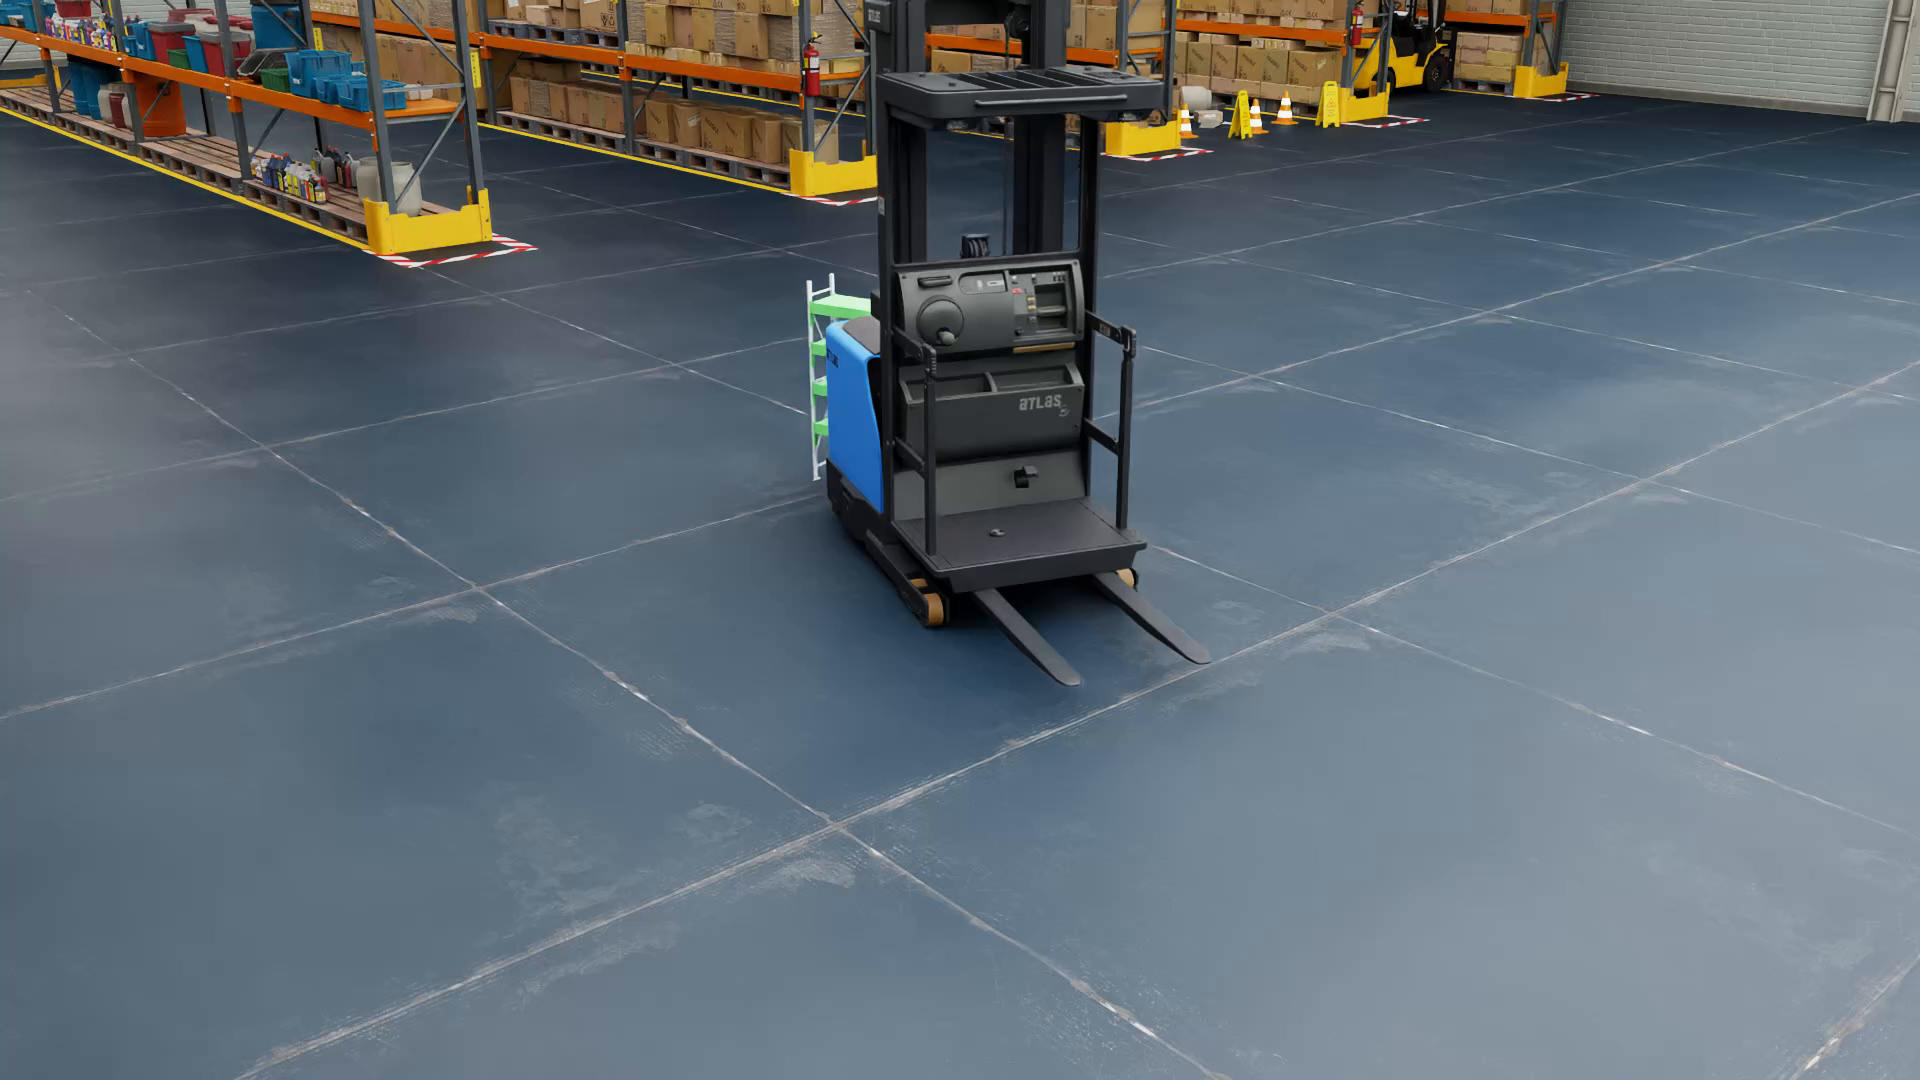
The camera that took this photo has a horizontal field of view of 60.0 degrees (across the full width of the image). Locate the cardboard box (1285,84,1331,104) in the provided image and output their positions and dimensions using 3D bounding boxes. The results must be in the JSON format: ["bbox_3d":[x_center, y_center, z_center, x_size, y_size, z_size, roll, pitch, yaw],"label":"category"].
[{"bbox_3d":[5.382,-6.921,25.735,0.500,0.250,0.500,-18,27,-38],"label":"cardboard box"}]

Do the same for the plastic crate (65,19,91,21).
[{"bbox_3d":[-13.159,-7.685,24.770,0.396,0.136,0.243,-17,27,-37],"label":"plastic crate"}]

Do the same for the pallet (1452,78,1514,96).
[{"bbox_3d":[9.357,-7.925,28.929,1.003,0.211,1.213,-17,27,-37],"label":"pallet"}]

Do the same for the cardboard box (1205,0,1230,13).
[{"bbox_3d":[4.258,-8.667,26.454,0.500,0.500,0.500,-18,28,-38],"label":"cardboard box"}]

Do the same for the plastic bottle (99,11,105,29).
[{"bbox_3d":[-12.224,-7.384,23.790,0.144,0.351,0.185,-17,27,-37],"label":"plastic bottle"}]

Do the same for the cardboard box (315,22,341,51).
[{"bbox_3d":[-10.750,-8.698,29.416,0.875,0.875,0.875,-17,27,-37],"label":"cardboard box"}]

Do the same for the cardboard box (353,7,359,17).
[{"bbox_3d":[-9.827,-8.756,27.572,0.380,0.149,0.250,-17,27,-36],"label":"cardboard box"}]

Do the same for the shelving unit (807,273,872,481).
[{"bbox_3d":[-0.593,-0.901,9.640,0.503,1.200,0.258,13,25,29],"label":"shelving unit"}]

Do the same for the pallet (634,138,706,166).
[{"bbox_3d":[-3.524,-5.110,21.742,1.003,0.211,1.213,-17,27,-37],"label":"pallet"}]

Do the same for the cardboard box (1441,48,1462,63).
[{"bbox_3d":[8.661,-8.509,29.105,0.500,0.250,0.500,-18,28,-39],"label":"cardboard box"}]

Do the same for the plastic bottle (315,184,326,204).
[{"bbox_3d":[-6.661,-3.606,17.312,0.097,0.201,0.097,0,21,0],"label":"plastic bottle"}]

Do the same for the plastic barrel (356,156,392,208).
[{"bbox_3d":[-5.945,-3.641,17.002,0.421,0.512,0.421,0,21,0],"label":"plastic barrel"}]

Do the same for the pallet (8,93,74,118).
[{"bbox_3d":[-14.273,-6.850,26.183,1.003,0.211,1.213,-17,27,-37],"label":"pallet"}]

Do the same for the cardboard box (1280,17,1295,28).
[{"bbox_3d":[5.132,-7.959,25.535,0.380,0.149,0.250,-17,27,-37],"label":"cardboard box"}]

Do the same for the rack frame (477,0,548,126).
[{"bbox_3d":[-6.600,-7.691,24.507,1.000,3.000,0.127,-17,27,-37],"label":"rack frame"}]

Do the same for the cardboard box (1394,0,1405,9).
[{"bbox_3d":[8.052,-9.710,29.524,0.500,0.500,0.500,-18,28,-38],"label":"cardboard box"}]

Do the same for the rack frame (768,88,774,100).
[{"bbox_3d":[-2.776,-8.844,27.450,1.000,3.000,0.127,-17,27,-37],"label":"rack frame"}]

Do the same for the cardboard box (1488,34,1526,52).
[{"bbox_3d":[9.351,-8.456,28.284,0.500,0.250,0.500,-16,27,-36],"label":"cardboard box"}]

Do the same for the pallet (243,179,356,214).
[{"bbox_3d":[-7.334,-3.913,18.684,1.003,0.211,1.213,-17,27,-37],"label":"pallet"}]

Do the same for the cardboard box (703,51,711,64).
[{"bbox_3d":[-2.890,-5.868,20.198,0.380,0.149,0.250,-17,27,-37],"label":"cardboard box"}]

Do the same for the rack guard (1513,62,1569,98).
[{"bbox_3d":[9.903,-7.852,28.345,1.175,0.500,0.348,-17,27,-37],"label":"rack guard"}]

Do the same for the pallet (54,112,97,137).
[{"bbox_3d":[-12.491,-6.095,24.257,1.003,0.211,1.213,-17,27,-37],"label":"pallet"}]

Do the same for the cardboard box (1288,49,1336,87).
[{"bbox_3d":[5.409,-7.263,25.582,0.500,0.500,0.500,-17,27,-37],"label":"cardboard box"}]

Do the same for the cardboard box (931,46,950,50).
[{"bbox_3d":[-0.059,-9.714,32.010,0.875,0.875,0.875,-17,27,-37],"label":"cardboard box"}]

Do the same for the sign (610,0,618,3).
[{"bbox_3d":[-4.407,-6.992,21.134,0.100,0.325,0.005,-17,27,-37],"label":"sign"}]

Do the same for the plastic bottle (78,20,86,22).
[{"bbox_3d":[-12.230,-7.121,23.222,0.152,0.276,0.135,-17,27,-37],"label":"plastic bottle"}]

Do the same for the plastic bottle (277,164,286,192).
[{"bbox_3d":[-7.329,-3.917,17.993,0.061,0.283,0.133,-16,26,-35],"label":"plastic bottle"}]

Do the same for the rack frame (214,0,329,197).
[{"bbox_3d":[-7.741,-5.407,18.675,1.000,3.000,0.127,-17,27,-37],"label":"rack frame"}]

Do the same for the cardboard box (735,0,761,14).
[{"bbox_3d":[-2.255,-6.361,19.196,0.500,0.500,0.500,-17,27,-37],"label":"cardboard box"}]

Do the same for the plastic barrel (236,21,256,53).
[{"bbox_3d":[-8.200,-5.786,19.458,0.433,0.535,0.433,0,21,0],"label":"plastic barrel"}]

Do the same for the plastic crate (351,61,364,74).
[{"bbox_3d":[-6.813,-5.096,18.086,0.499,0.251,0.616,-17,27,-37],"label":"plastic crate"}]

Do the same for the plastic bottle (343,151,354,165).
[{"bbox_3d":[-6.766,-4.126,18.435,0.144,0.351,0.185,-18,27,-38],"label":"plastic bottle"}]

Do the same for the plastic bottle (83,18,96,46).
[{"bbox_3d":[-11.758,-6.869,22.475,0.144,0.351,0.185,-17,27,-37],"label":"plastic bottle"}]

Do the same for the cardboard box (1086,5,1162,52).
[{"bbox_3d":[2.169,-6.795,22.014,0.875,0.550,0.550,-17,27,-37],"label":"cardboard box"}]

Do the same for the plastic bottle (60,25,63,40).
[{"bbox_3d":[-12.592,-7.139,23.371,0.097,0.201,0.097,0,21,0],"label":"plastic bottle"}]

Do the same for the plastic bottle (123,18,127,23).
[{"bbox_3d":[-11.806,-7.250,23.551,0.152,0.276,0.135,-17,27,-37],"label":"plastic bottle"}]

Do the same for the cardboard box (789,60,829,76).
[{"bbox_3d":[-1.720,-5.393,18.985,0.380,0.149,0.250,-17,27,-37],"label":"cardboard box"}]

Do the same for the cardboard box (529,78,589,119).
[{"bbox_3d":[-5.776,-6.401,24.038,0.500,0.500,0.700,20,29,41],"label":"cardboard box"}]

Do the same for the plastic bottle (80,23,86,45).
[{"bbox_3d":[-11.893,-6.871,22.575,0.061,0.283,0.133,-17,27,-37],"label":"plastic bottle"}]

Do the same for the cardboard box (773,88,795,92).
[{"bbox_3d":[-2.447,-7.802,27.300,1.050,0.750,0.750,-18,28,-38],"label":"cardboard box"}]

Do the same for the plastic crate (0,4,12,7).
[{"bbox_3d":[-15.233,-8.344,26.321,0.416,0.233,0.300,-17,27,-37],"label":"plastic crate"}]

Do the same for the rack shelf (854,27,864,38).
[{"bbox_3d":[-1.471,-7.956,26.171,1.077,0.370,4.000,-17,27,-37],"label":"rack shelf"}]

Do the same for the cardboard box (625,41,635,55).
[{"bbox_3d":[-4.076,-6.338,21.397,0.380,0.149,0.250,-17,27,-37],"label":"cardboard box"}]

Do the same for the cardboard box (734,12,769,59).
[{"bbox_3d":[-2.133,-5.934,19.476,0.875,0.500,0.500,-17,27,-37],"label":"cardboard box"}]

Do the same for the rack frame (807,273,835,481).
[{"bbox_3d":[-0.801,-0.948,9.758,0.015,1.200,0.240,13,25,29],"label":"rack frame"}]

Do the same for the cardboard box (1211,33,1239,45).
[{"bbox_3d":[4.250,-8.020,26.624,0.380,0.149,0.250,-16,26,-34],"label":"cardboard box"}]

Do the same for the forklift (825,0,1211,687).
[{"bbox_3d":[0.234,-1.117,7.818,1.130,2.935,3.031,-8,23,-19],"label":"forklift"}]

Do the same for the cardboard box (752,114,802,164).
[{"bbox_3d":[-2.189,-4.846,20.094,0.500,0.500,0.500,-10,23,-24],"label":"cardboard box"}]

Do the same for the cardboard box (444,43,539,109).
[{"bbox_3d":[-7.035,-7.093,25.317,1.225,0.875,0.875,-19,28,-40],"label":"cardboard box"}]

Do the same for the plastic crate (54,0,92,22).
[{"bbox_3d":[-13.356,-7.981,25.078,0.402,0.464,0.583,-17,27,-37],"label":"plastic crate"}]

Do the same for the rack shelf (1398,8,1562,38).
[{"bbox_3d":[8.582,-9.240,29.448,1.077,0.370,4.000,-17,27,-37],"label":"rack shelf"}]

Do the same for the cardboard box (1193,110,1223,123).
[{"bbox_3d":[3.744,-6.393,25.103,0.380,0.149,0.250,-4,22,-10],"label":"cardboard box"}]

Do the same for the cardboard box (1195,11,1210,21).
[{"bbox_3d":[4.017,-8.464,26.826,0.380,0.149,0.250,-16,27,-36],"label":"cardboard box"}]

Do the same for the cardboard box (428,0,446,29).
[{"bbox_3d":[-7.772,-8.097,25.406,0.500,0.500,0.500,-19,28,-39],"label":"cardboard box"}]

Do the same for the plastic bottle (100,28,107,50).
[{"bbox_3d":[-11.279,-6.616,21.939,0.097,0.271,0.097,0,21,0],"label":"plastic bottle"}]

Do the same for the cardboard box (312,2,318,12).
[{"bbox_3d":[-10.999,-9.253,28.839,0.380,0.149,0.250,-18,28,-38],"label":"cardboard box"}]
